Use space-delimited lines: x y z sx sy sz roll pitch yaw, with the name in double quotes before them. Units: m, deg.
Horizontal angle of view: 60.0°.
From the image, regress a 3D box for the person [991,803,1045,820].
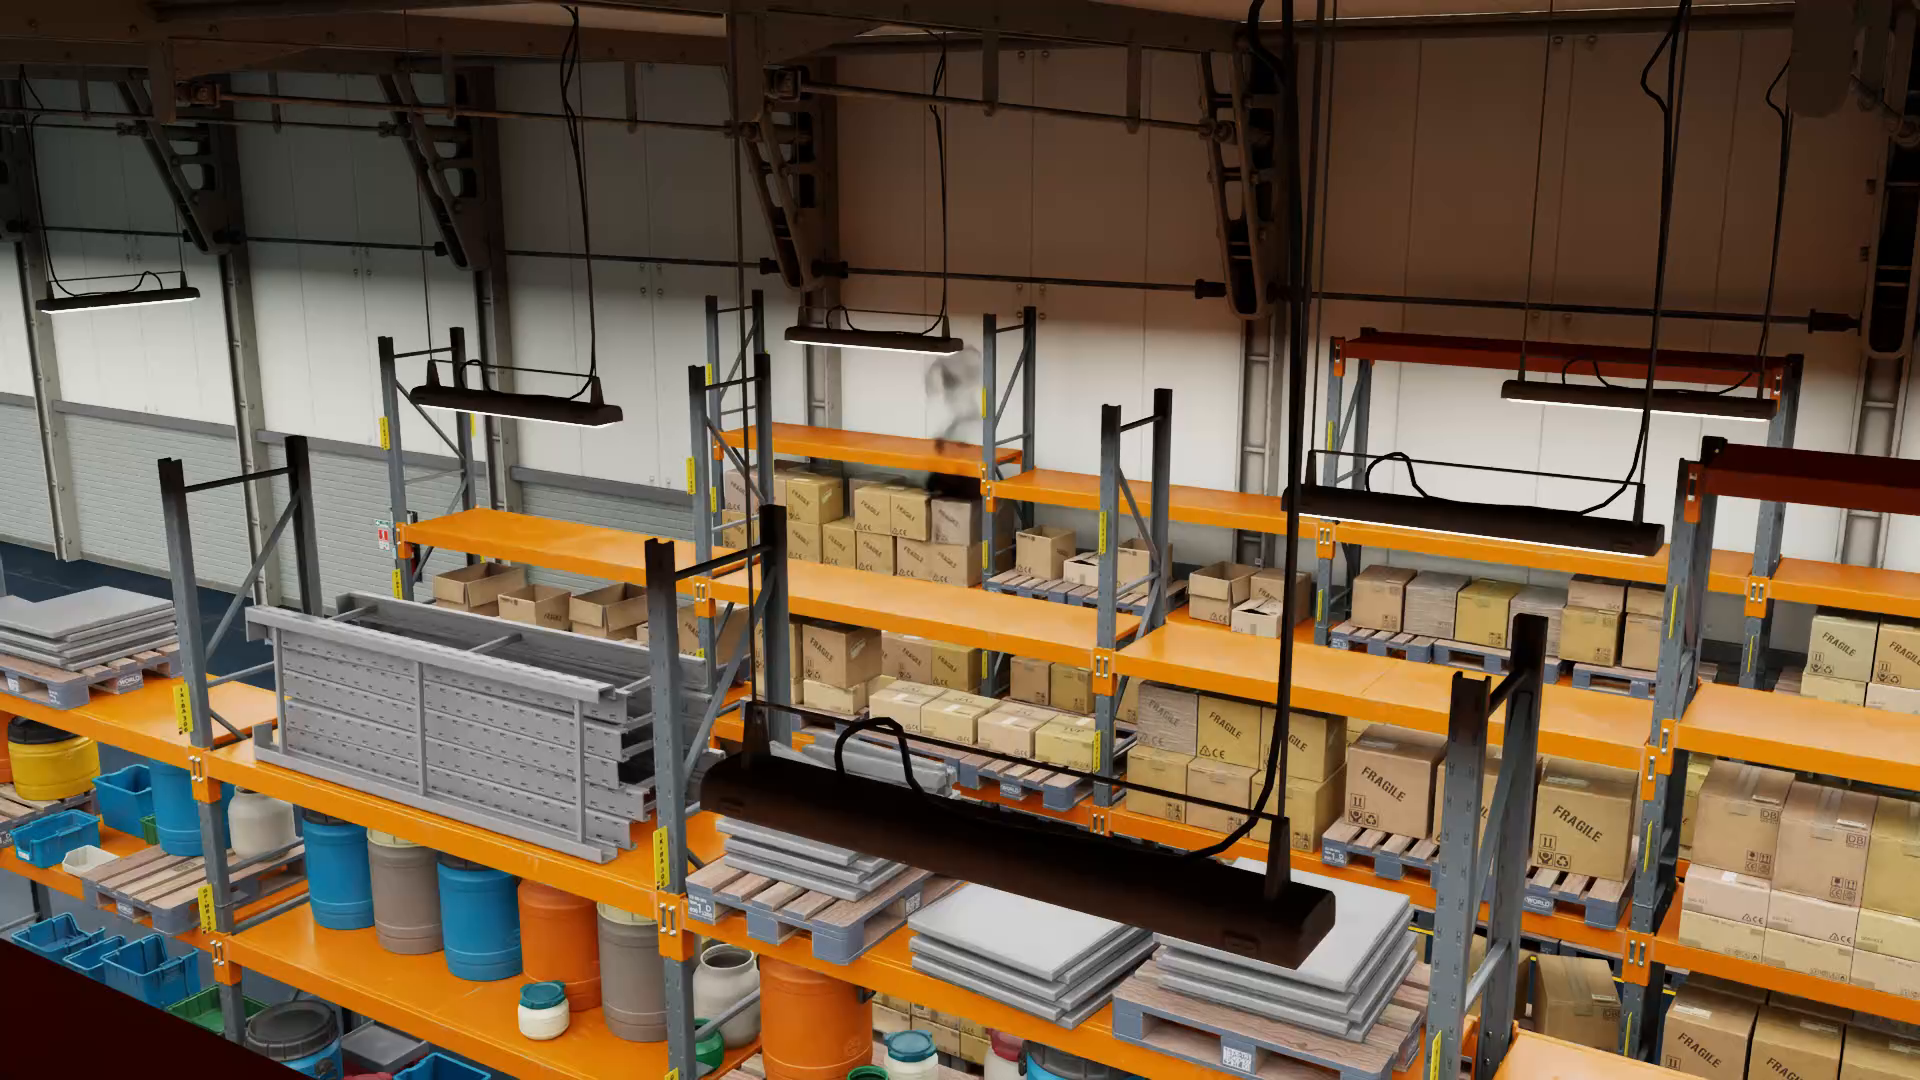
"person" 0.414 3.031 16.221 0.634 1.773 0.683 7 15 26
